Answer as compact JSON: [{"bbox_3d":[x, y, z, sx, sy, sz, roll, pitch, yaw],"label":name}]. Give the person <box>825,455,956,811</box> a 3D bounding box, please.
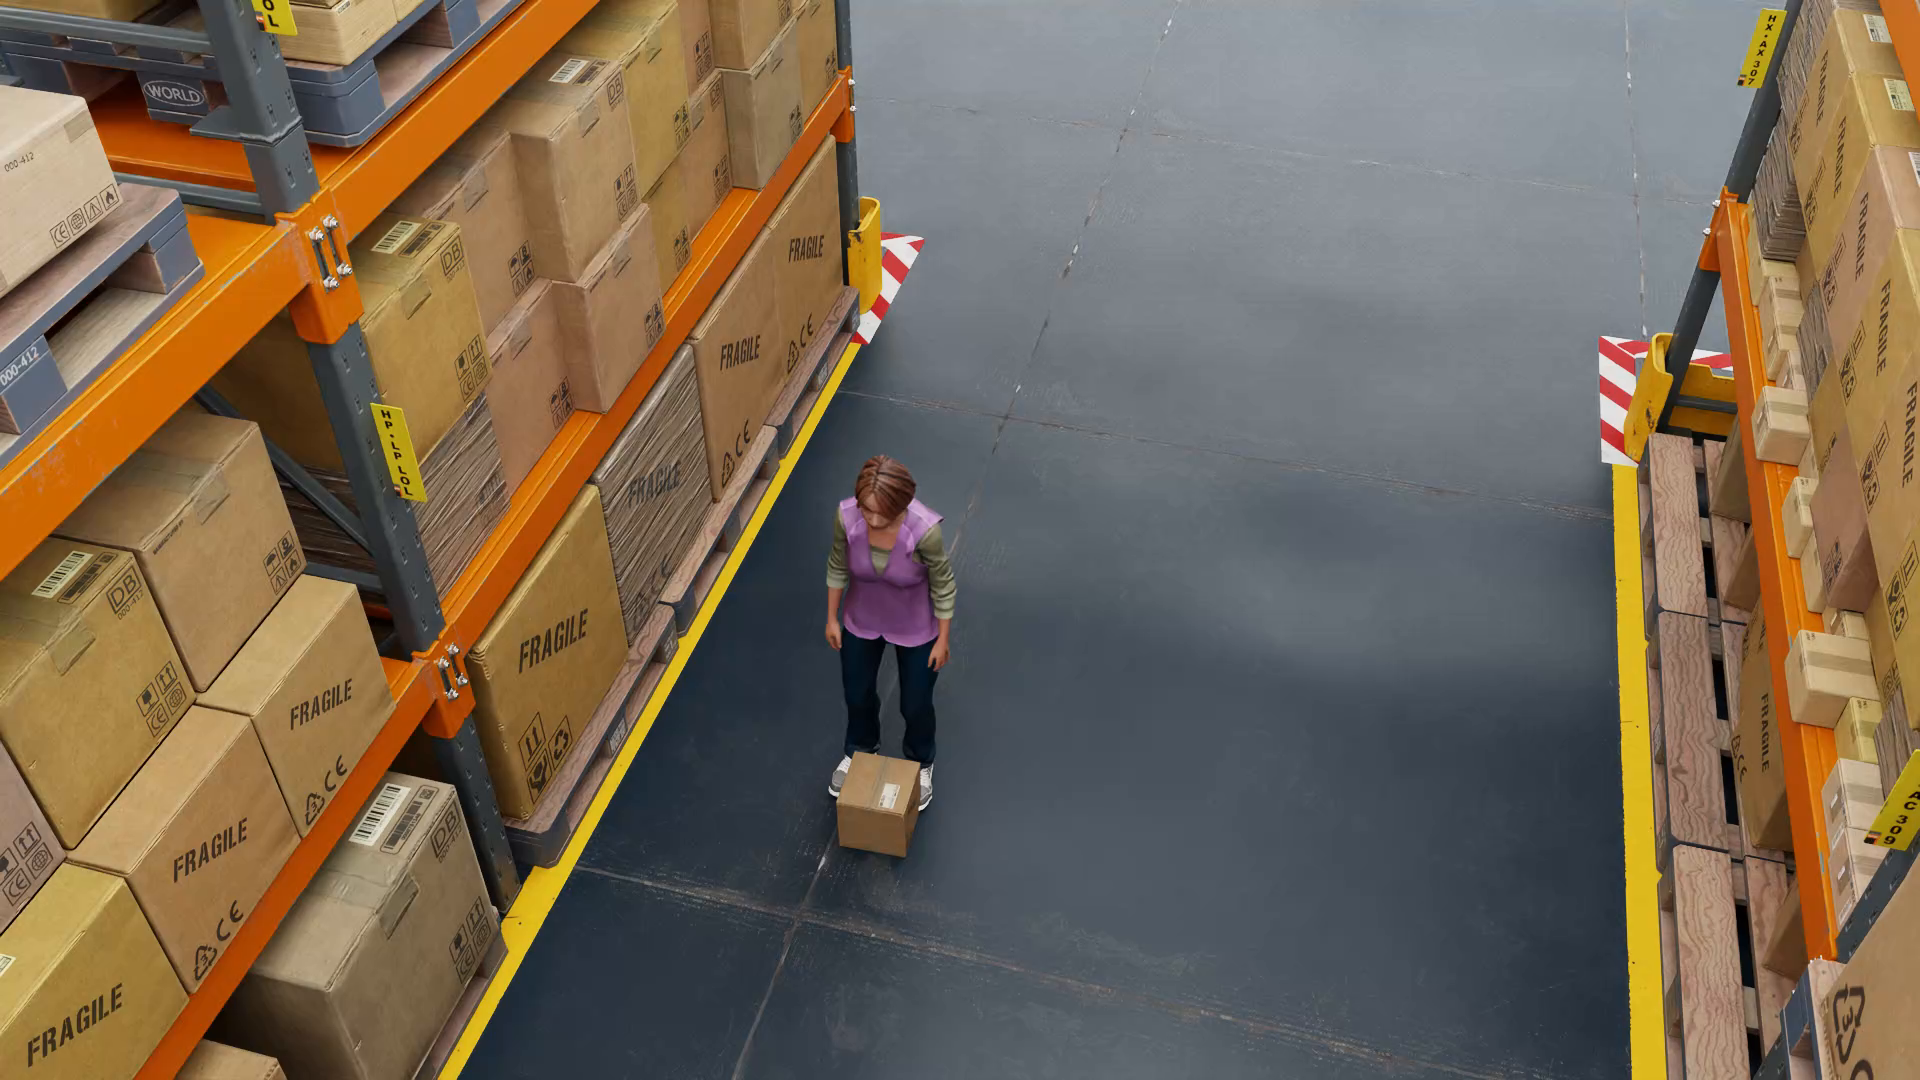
[{"bbox_3d":[-0.243,0.312,5.815,0.462,1.594,0.343,10,43,11],"label":"person"}]
